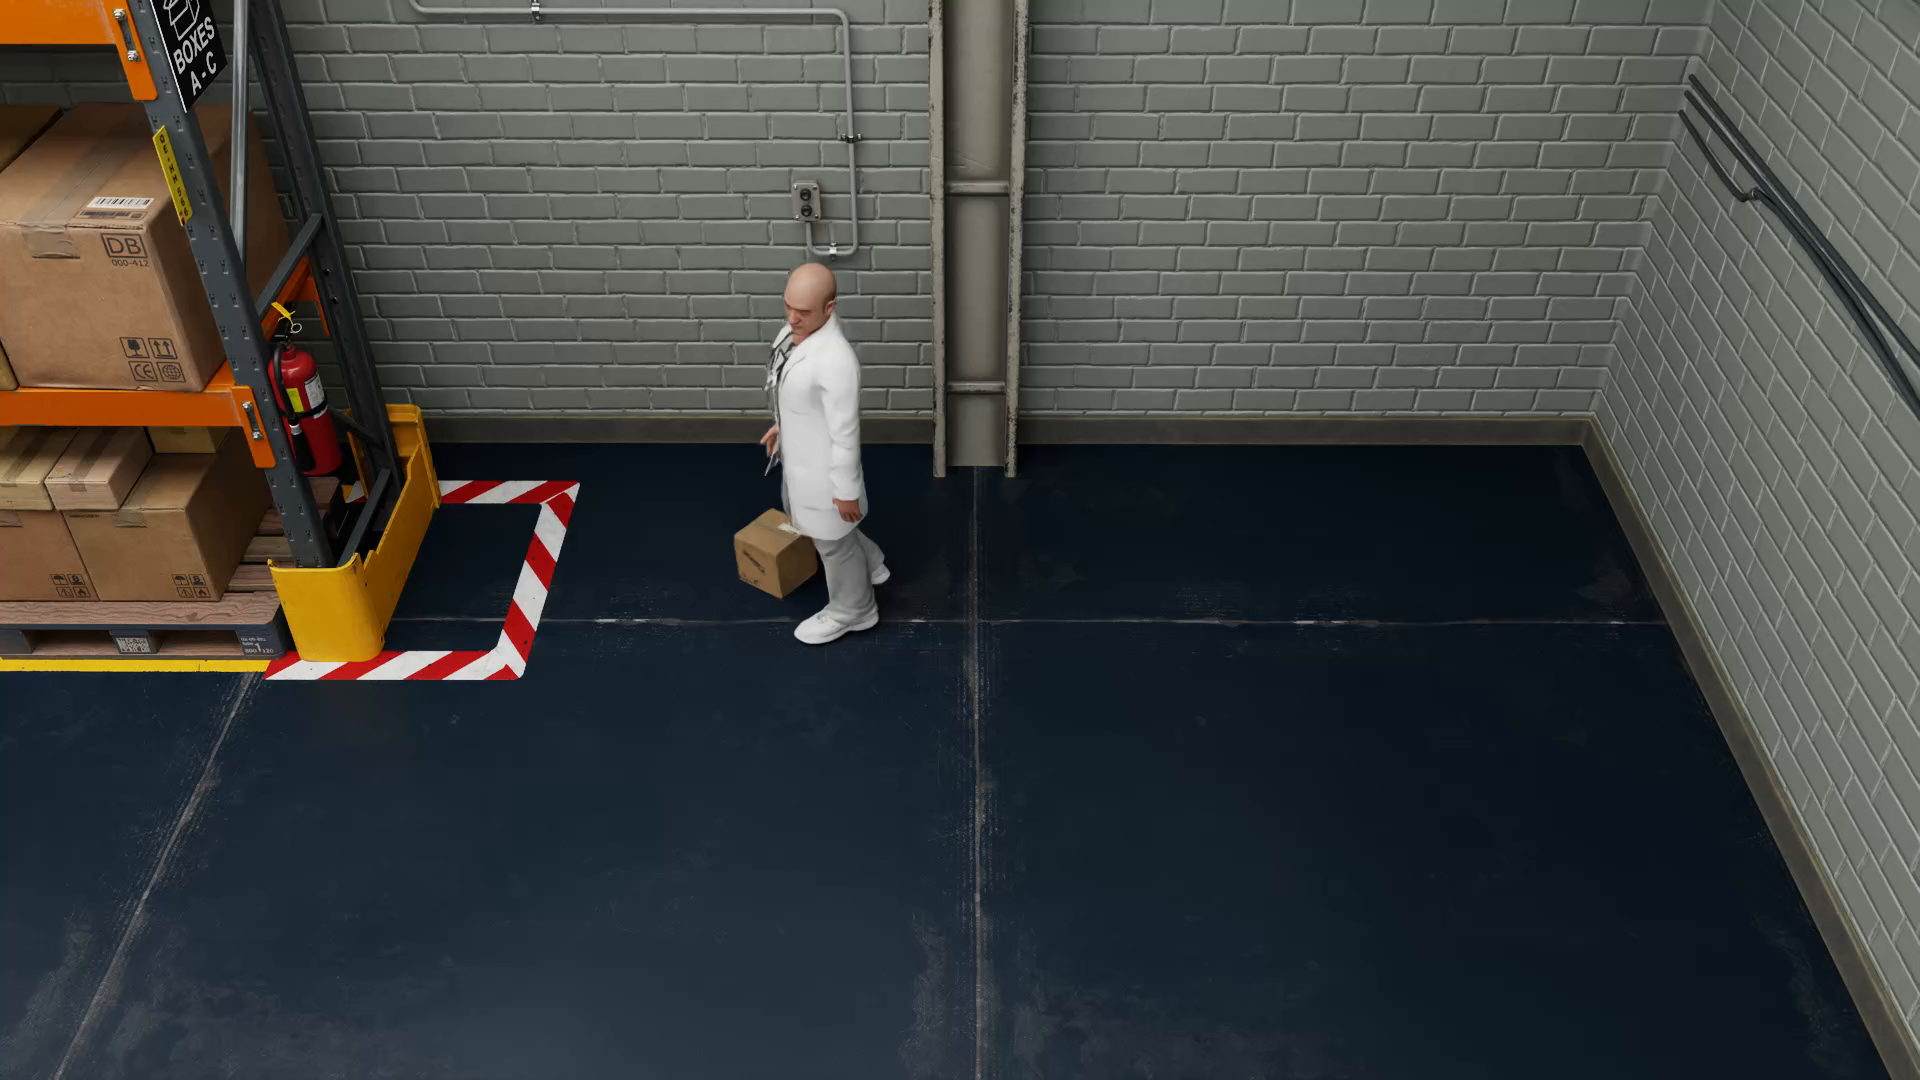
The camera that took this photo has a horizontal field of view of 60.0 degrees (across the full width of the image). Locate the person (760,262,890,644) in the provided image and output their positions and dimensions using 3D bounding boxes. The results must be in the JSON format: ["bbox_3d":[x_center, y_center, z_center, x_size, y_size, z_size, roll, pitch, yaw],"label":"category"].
[{"bbox_3d":[-0.523,-0.361,6.581,0.501,1.771,0.752,-10,40,-12],"label":"person"}]
